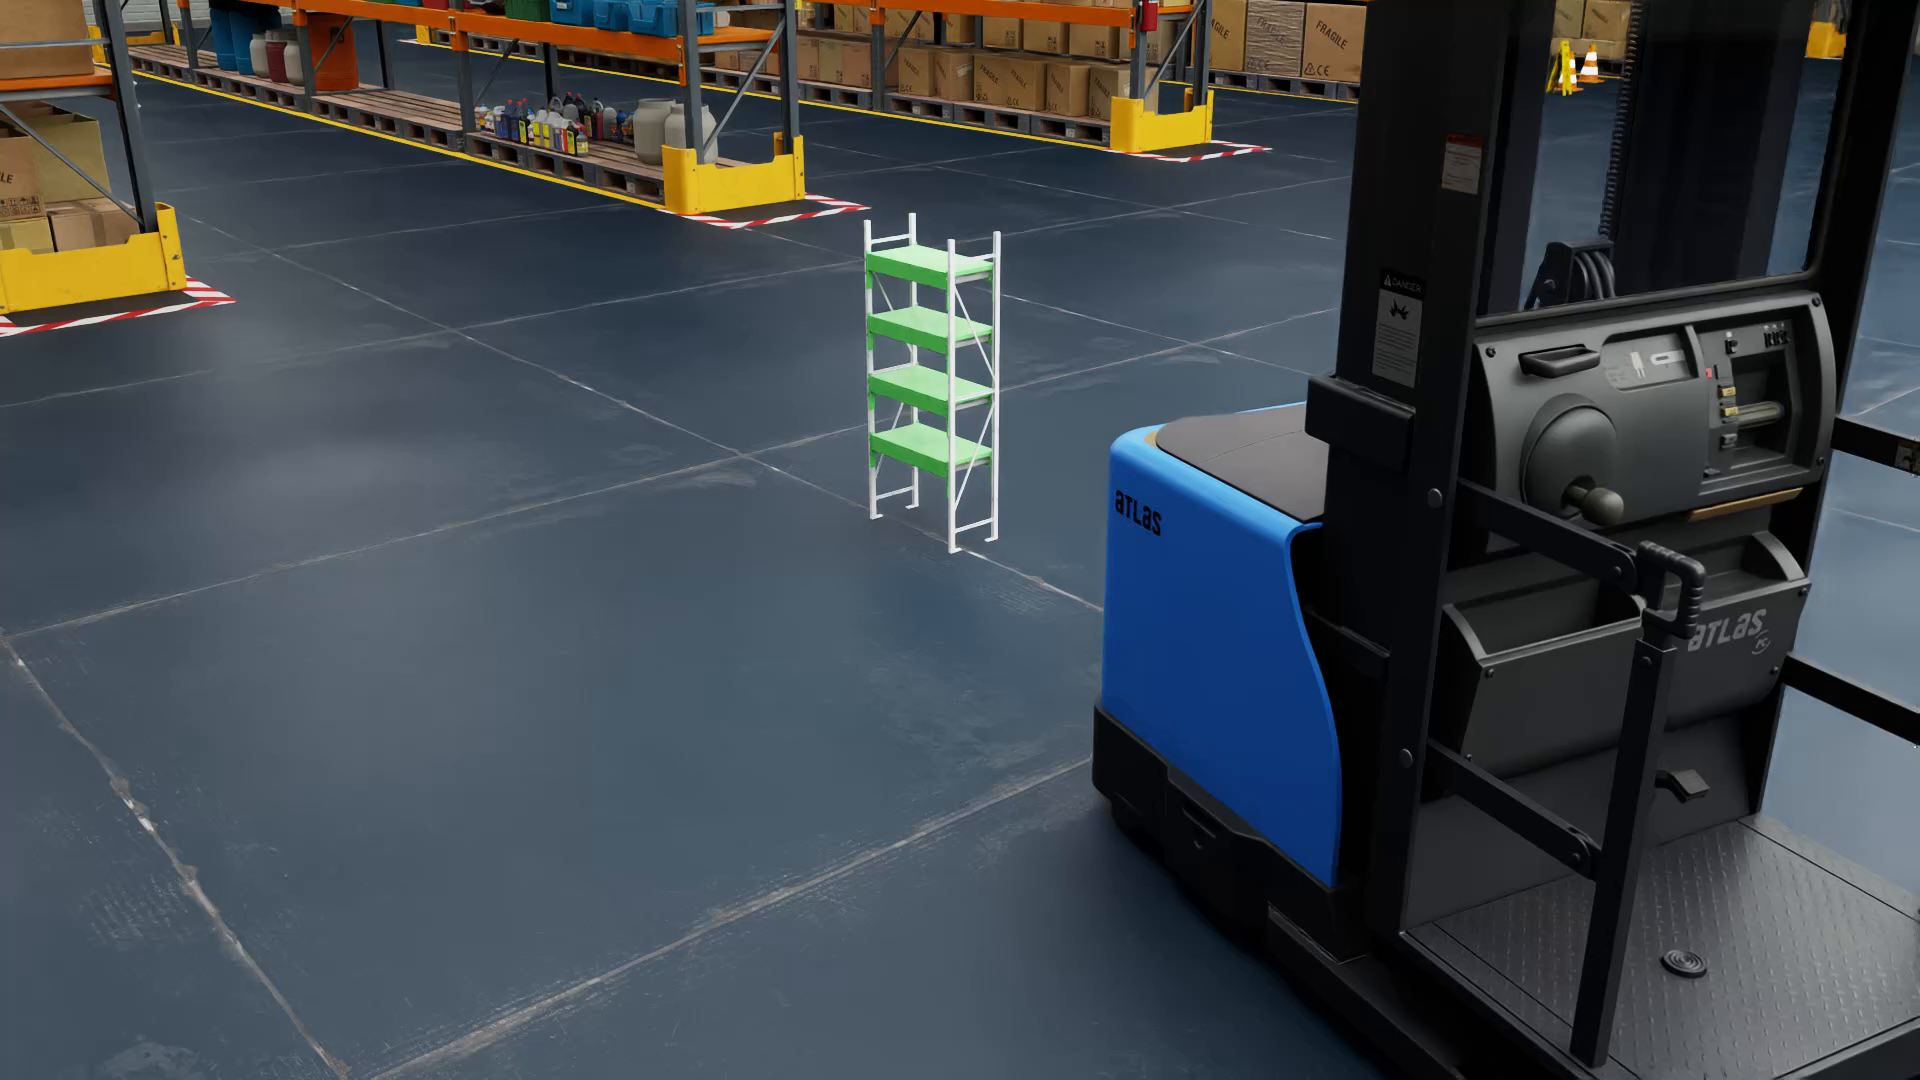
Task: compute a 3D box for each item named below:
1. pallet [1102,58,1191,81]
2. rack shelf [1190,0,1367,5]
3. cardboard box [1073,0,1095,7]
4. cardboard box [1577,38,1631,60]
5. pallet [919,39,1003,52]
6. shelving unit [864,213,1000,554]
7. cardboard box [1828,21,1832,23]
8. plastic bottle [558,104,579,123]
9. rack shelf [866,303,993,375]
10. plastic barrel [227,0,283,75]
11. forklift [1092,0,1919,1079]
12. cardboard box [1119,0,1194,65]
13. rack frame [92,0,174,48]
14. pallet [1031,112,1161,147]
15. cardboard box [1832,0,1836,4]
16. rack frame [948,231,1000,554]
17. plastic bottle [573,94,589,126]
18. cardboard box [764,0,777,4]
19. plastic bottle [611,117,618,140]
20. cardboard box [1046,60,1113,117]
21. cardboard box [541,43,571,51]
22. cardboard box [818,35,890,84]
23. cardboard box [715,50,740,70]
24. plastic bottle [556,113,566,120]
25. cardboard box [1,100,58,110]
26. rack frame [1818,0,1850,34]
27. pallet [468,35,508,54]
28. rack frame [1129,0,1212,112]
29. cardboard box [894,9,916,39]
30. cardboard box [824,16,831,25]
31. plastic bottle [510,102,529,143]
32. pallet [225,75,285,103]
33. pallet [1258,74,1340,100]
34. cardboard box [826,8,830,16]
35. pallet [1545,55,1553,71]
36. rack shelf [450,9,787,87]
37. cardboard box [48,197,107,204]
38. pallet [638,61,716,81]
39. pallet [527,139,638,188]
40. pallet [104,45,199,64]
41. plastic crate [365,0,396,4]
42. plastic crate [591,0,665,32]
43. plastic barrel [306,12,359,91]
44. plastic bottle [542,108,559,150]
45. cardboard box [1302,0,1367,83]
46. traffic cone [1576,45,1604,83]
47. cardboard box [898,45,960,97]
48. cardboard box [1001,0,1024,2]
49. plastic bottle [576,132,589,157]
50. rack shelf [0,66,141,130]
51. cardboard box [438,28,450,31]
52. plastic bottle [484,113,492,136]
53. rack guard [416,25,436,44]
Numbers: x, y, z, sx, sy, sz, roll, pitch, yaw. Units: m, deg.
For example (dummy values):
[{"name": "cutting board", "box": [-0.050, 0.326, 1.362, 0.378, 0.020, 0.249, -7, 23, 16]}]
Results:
[{"name": "pallet", "box": [2.689, -6.430, 22.611, 1.003, 0.211, 1.213, -17, 27, -37]}, {"name": "rack shelf", "box": [4.555, -6.645, 20.324, 1.077, 0.370, 4.000, -17, 27, -37]}, {"name": "cardboard box", "box": [1.330, -5.314, 16.282, 0.380, 0.149, 0.250, -17, 27, -37]}, {"name": "cardboard box", "box": [8.798, -6.715, 22.710, 0.500, 0.250, 0.500, -18, 27, -38]}, {"name": "pallet", "box": [0.130, -7.556, 25.486, 1.003, 0.211, 1.213, -17, 27, -37]}, {"name": "shelving unit", "box": [-0.108, -0.604, 6.382, 0.258, 1.200, 0.503, -17, 27, -37]}, {"name": "cardboard box", "box": [13.130, -7.914, 25.772, 0.500, 0.250, 0.500, -17, 27, -37]}, {"name": "plastic bottle", "box": [-3.658, -3.933, 15.544, 0.152, 0.276, 0.135, -17, 27, -37]}, {"name": "rack shelf", "box": [-0.108, -0.768, 6.318, 0.258, 0.148, 0.480, -17, 27, -37]}, {"name": "plastic barrel", "box": [-8.744, -6.280, 20.706, 0.600, 0.901, 0.708, -17, 27, -37]}, {"name": "forklift", "box": [1.476, -0.242, 3.083, 1.130, 2.935, 3.031, -10, 24, -25]}, {"name": "cardboard box", "box": [2.776, -6.831, 22.320, 1.050, 0.750, 0.750, -18, 27, -38]}, {"name": "rack frame", "box": [-12.159, -8.516, 24.115, 1.000, 3.000, 0.127, -17, 27, -37]}, {"name": "pallet", "box": [1.484, -4.230, 16.995, 1.003, 0.211, 1.213, -17, 27, -37]}, {"name": "cardboard box", "box": [13.132, -8.375, 25.578, 0.500, 0.250, 0.500, -18, 28, -38]}, {"name": "rack frame", "box": [0.051, -0.537, 6.210, 0.240, 1.200, 0.015, -17, 27, -37]}, {"name": "plastic bottle", "box": [-3.562, -4.010, 15.638, 0.144, 0.351, 0.185, -19, 28, -40]}, {"name": "cardboard box", "box": [-3.123, -9.196, 28.367, 0.380, 0.149, 0.250, -19, 28, -40]}, {"name": "plastic bottle", "box": [-3.150, -3.779, 15.254, 0.097, 0.201, 0.097, 0, 21, 0]}, {"name": "cardboard box", "box": [1.226, -4.640, 17.069, 0.500, 0.500, 0.500, -10, 23, -24]}, {"name": "cardboard box", "box": [-5.363, -7.624, 24.175, 1.225, 0.875, 0.875, -17, 27, -37]}, {"name": "cardboard box", "box": [-1.255, -5.732, 19.830, 0.700, 0.500, 0.500, -18, 27, -38]}, {"name": "cardboard box", "box": [-2.732, -6.346, 21.397, 0.700, 0.500, 0.500, -19, 28, -40]}, {"name": "plastic bottle", "box": [-3.617, -3.688, 14.919, 0.152, 0.276, 0.135, -17, 27, -37]}, {"name": "cardboard box", "box": [-6.629, -2.798, 11.682, 0.500, 0.500, 0.500, -17, 27, -37]}, {"name": "rack frame", "box": [13.303, -8.817, 24.881, 1.000, 3.000, 0.127, -17, 27, -37]}, {"name": "pallet", "box": [-7.033, -7.858, 26.257, 1.003, 0.211, 1.213, -17, 27, -37]}, {"name": "rack frame", "box": [2.037, -5.275, 15.839, 1.000, 3.000, 0.127, -17, 27, -37]}, {"name": "cardboard box", "box": [-0.682, -8.076, 25.841, 0.500, 0.500, 0.500, -19, 28, -40]}, {"name": "cardboard box", "box": [-2.140, -8.862, 28.330, 0.380, 0.149, 0.250, -16, 27, -36]}, {"name": "plastic bottle", "box": [-3.990, -3.798, 15.098, 0.144, 0.351, 0.185, -19, 28, -40]}, {"name": "pallet", "box": [-8.275, -5.552, 20.371, 1.003, 0.211, 1.213, -17, 27, -37]}, {"name": "pallet", "box": [4.487, -5.668, 20.667, 1.003, 0.211, 1.213, -17, 27, -37]}, {"name": "cardboard box", "box": [-2.200, -8.975, 28.210, 0.380, 0.149, 0.250, -17, 27, -37]}, {"name": "pallet", "box": [8.200, -6.926, 23.879, 1.003, 0.211, 1.213, -17, 27, -37]}, {"name": "rack shelf", "box": [-3.020, -4.313, 14.370, 1.077, 0.370, 4.000, -17, 27, -37]}, {"name": "cardboard box", "box": [-5.981, -2.171, 11.109, 0.500, 0.250, 0.500, -17, 27, -37]}, {"name": "pallet", "box": [-3.642, -6.423, 22.592, 1.003, 0.211, 1.213, -17, 27, -37]}, {"name": "pallet", "box": [-3.119, -3.370, 14.798, 1.003, 0.211, 1.213, -17, 27, -37]}, {"name": "pallet", "box": [-11.650, -6.981, 24.018, 1.003, 0.211, 1.213, -17, 27, -37]}, {"name": "plastic crate", "box": [-5.677, -5.516, 16.745, 0.450, 0.188, 0.662, -17, 27, -37]}, {"name": "plastic crate", "box": [-2.688, -4.274, 13.488, 0.499, 0.251, 0.408, -17, 27, -37]}, {"name": "plastic barrel", "box": [-7.269, -5.622, 19.125, 0.600, 0.830, 0.708, -17, 27, -37]}, {"name": "plastic bottle", "box": [-3.591, -3.630, 14.667, 0.144, 0.351, 0.185, -16, 27, -35]}, {"name": "cardboard box", "box": [4.792, -6.048, 20.150, 0.875, 0.875, 0.875, -18, 28, -38]}, {"name": "traffic cone", "box": [8.287, -6.265, 21.844, 0.336, 0.463, 0.334, -17, 27, -37]}, {"name": "cardboard box", "box": [-0.343, -5.292, 18.733, 0.500, 0.500, 0.500, -18, 28, -39]}, {"name": "cardboard box", "box": [0.636, -5.577, 16.954, 0.380, 0.149, 0.250, -17, 27, -37]}, {"name": "plastic bottle", "box": [-3.246, -3.401, 14.287, 0.097, 0.201, 0.097, 0, 21, 0]}, {"name": "rack shelf", "box": [-6.775, -3.135, 11.362, 1.077, 0.370, 4.000, -17, 27, -37]}, {"name": "cardboard box", "box": [-7.928, -8.744, 27.033, 0.875, 0.875, 0.875, -17, 27, -37]}, {"name": "plastic bottle", "box": [-4.384, -3.882, 15.517, 0.097, 0.201, 0.097, 0, 21, 0]}, {"name": "rack guard", "box": [-8.422, -8.538, 27.598, 1.175, 0.500, 0.348, -17, 27, -37]}]
